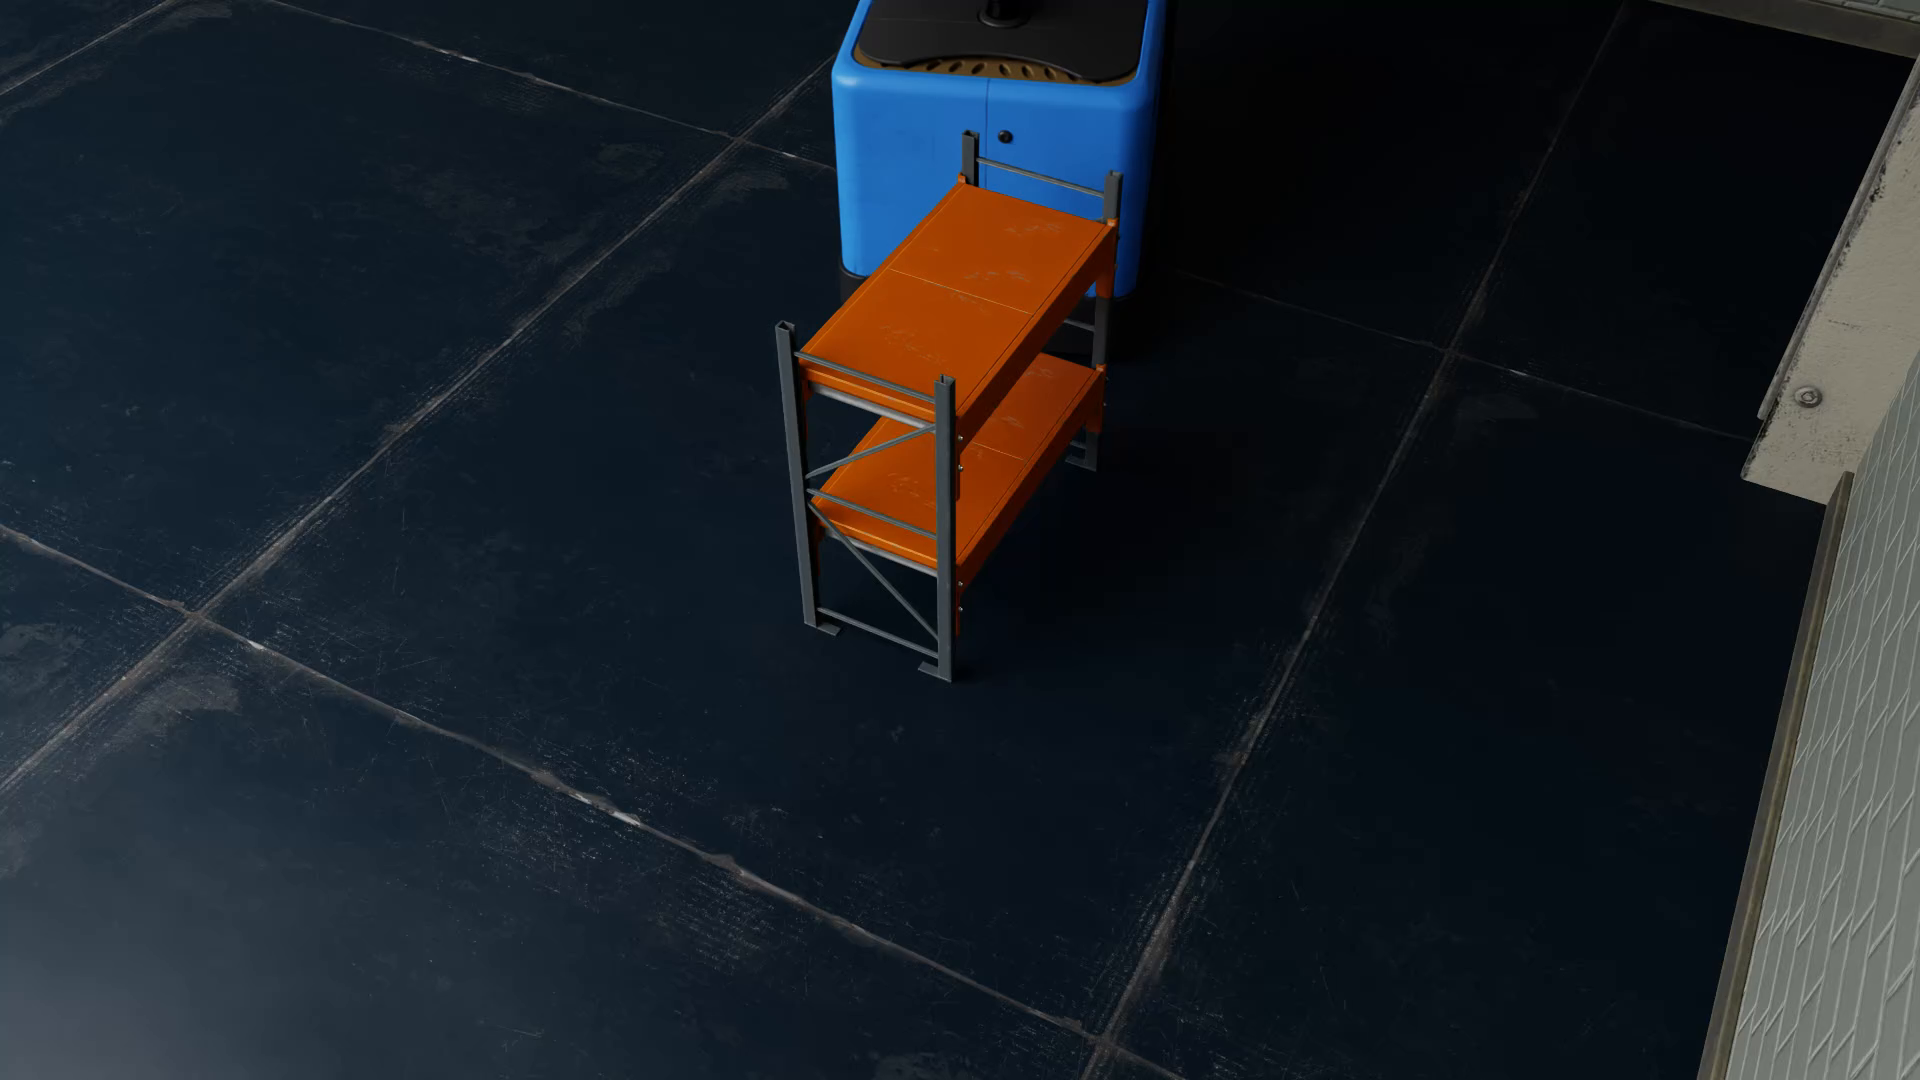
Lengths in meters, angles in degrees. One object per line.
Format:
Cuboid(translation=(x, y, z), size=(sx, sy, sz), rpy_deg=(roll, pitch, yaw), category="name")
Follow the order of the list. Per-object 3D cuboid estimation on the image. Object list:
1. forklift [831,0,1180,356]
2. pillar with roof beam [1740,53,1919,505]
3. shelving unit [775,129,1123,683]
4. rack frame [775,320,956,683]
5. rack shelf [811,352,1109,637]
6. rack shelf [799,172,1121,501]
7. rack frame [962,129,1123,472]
Cuboid(translation=(0.309, -2.727, 5.885), size=(1.130, 2.935, 3.031), rpy_deg=(6, 46, 6), category="forklift")
Cuboid(translation=(-1.028, -4.862, 3.728), size=(9.100, 9.000, 0.400), rpy_deg=(20, 49, 19), category="pillar with roof beam")
Cuboid(translation=(-0.003, -0.391, 4.846), size=(0.538, 1.125, 1.048), rpy_deg=(20, 49, 19), category="shelving unit")
Cuboid(translation=(-0.239, -0.071, 4.529), size=(0.500, 1.125, 0.032), rpy_deg=(20, 49, 19), category="rack frame")
Cuboid(translation=(-0.003, -0.219, 5.020), size=(0.538, 0.278, 1.000), rpy_deg=(20, 49, 19), category="rack shelf")
Cuboid(translation=(-0.003, -0.597, 4.638), size=(0.538, 0.278, 1.000), rpy_deg=(20, 49, 19), category="rack shelf")
Cuboid(translation=(0.233, -0.711, 5.162), size=(0.500, 1.125, 0.032), rpy_deg=(20, 49, 19), category="rack frame")
